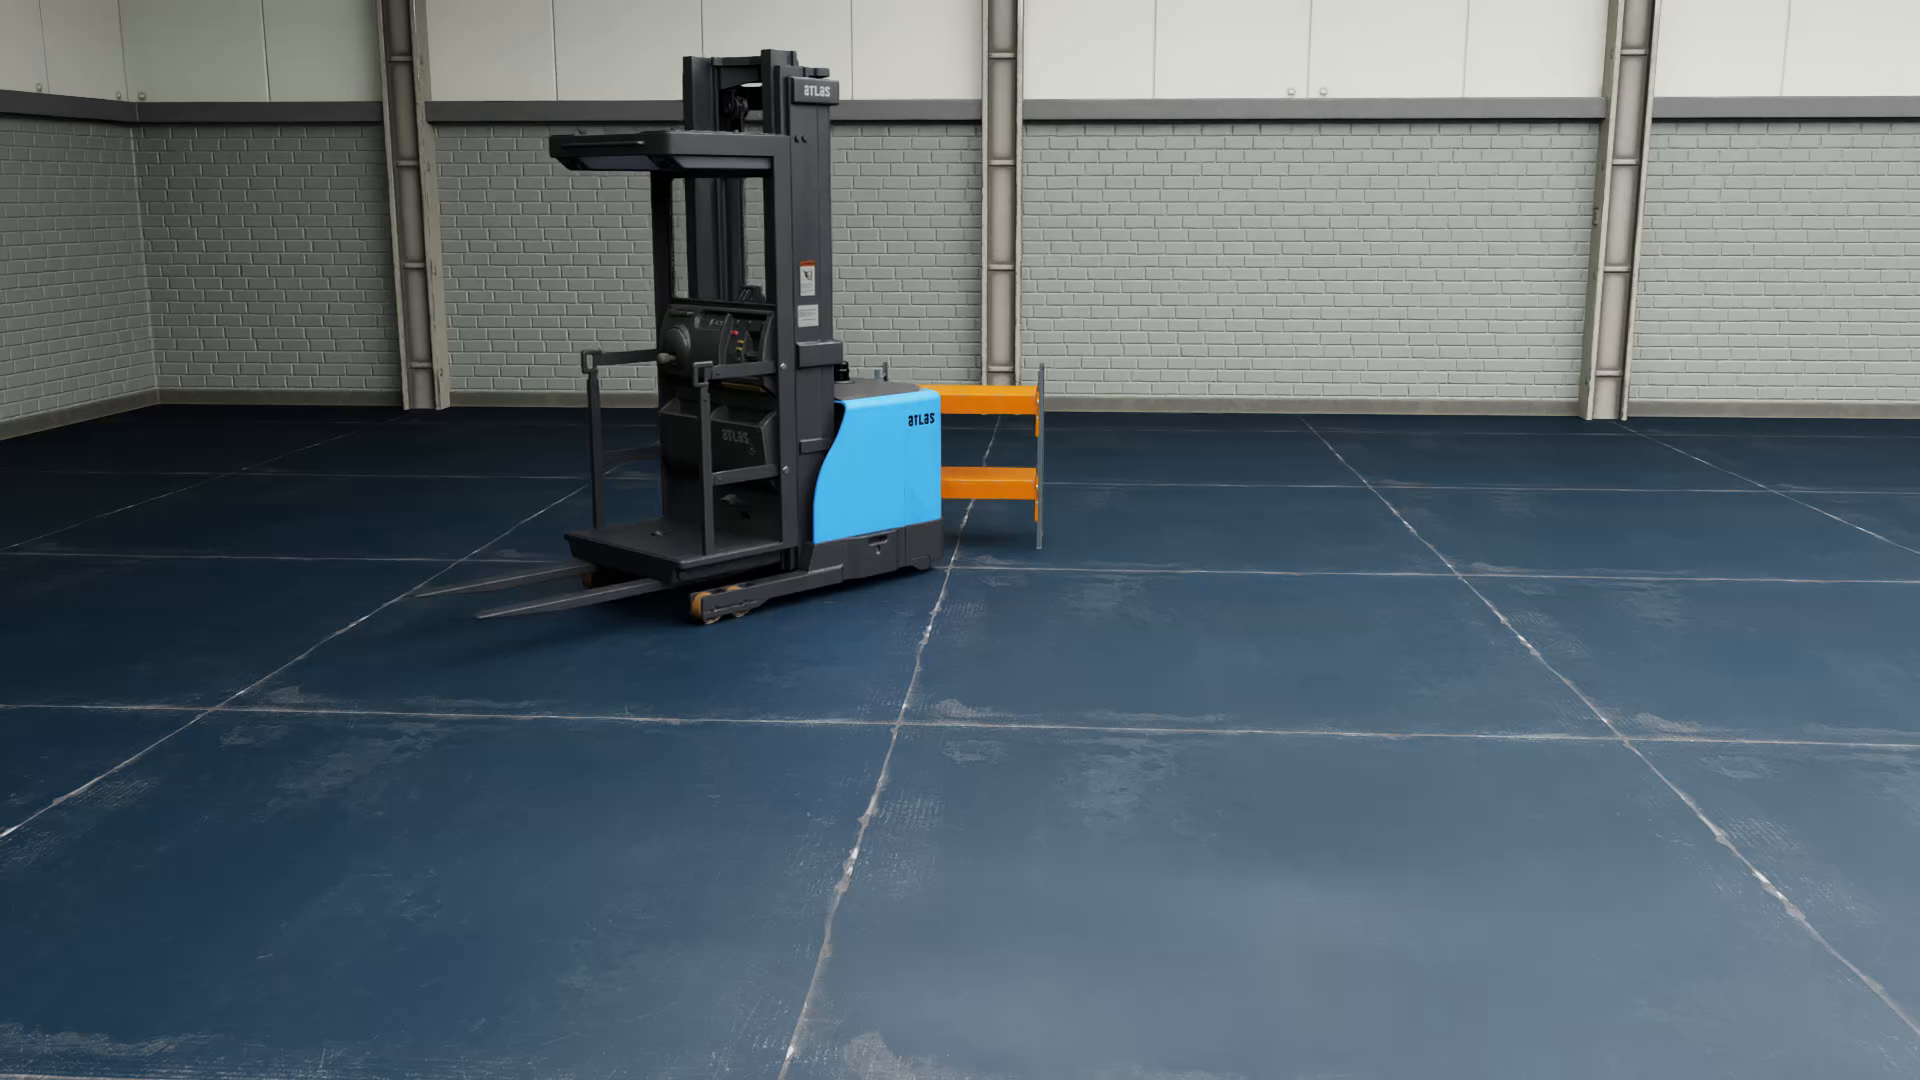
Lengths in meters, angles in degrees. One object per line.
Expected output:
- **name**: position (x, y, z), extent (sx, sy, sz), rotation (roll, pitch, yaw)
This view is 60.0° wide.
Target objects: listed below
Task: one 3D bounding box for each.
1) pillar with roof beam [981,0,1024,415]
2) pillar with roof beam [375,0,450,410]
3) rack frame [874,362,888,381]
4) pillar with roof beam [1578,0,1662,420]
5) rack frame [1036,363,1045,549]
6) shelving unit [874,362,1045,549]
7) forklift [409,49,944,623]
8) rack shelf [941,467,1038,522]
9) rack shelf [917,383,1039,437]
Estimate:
- **pillar with roof beam**: position (0.132, -4.826, 11.863), extent (0.400, 9.000, 9.100), rotation (1, 12, 4)
- **pillar with roof beam**: position (-5.855, -4.909, 12.255), extent (0.400, 9.000, 9.100), rotation (1, 12, 4)
- **rack frame**: position (-0.500, -0.557, 10.686), extent (0.032, 1.125, 0.500), rotation (1, 12, 4)
- **pillar with roof beam**: position (6.119, -4.744, 11.471), extent (0.400, 9.000, 9.100), rotation (1, 12, 4)
- **rack frame**: position (0.514, -0.544, 10.619), extent (0.032, 1.125, 0.500), rotation (1, 12, 4)
- **shelving unit**: position (0.007, -0.550, 10.652), extent (1.048, 1.125, 0.538), rotation (1, 12, 4)
- **forklift**: position (-1.482, -1.116, 8.947), extent (1.130, 2.935, 3.031), rotation (11, 16, 43)
- **rack shelf**: position (0.007, -0.311, 10.703), extent (1.000, 0.278, 0.538), rotation (1, 12, 4)
- **rack shelf**: position (0.007, -0.837, 10.593), extent (1.000, 0.278, 0.538), rotation (1, 12, 4)
